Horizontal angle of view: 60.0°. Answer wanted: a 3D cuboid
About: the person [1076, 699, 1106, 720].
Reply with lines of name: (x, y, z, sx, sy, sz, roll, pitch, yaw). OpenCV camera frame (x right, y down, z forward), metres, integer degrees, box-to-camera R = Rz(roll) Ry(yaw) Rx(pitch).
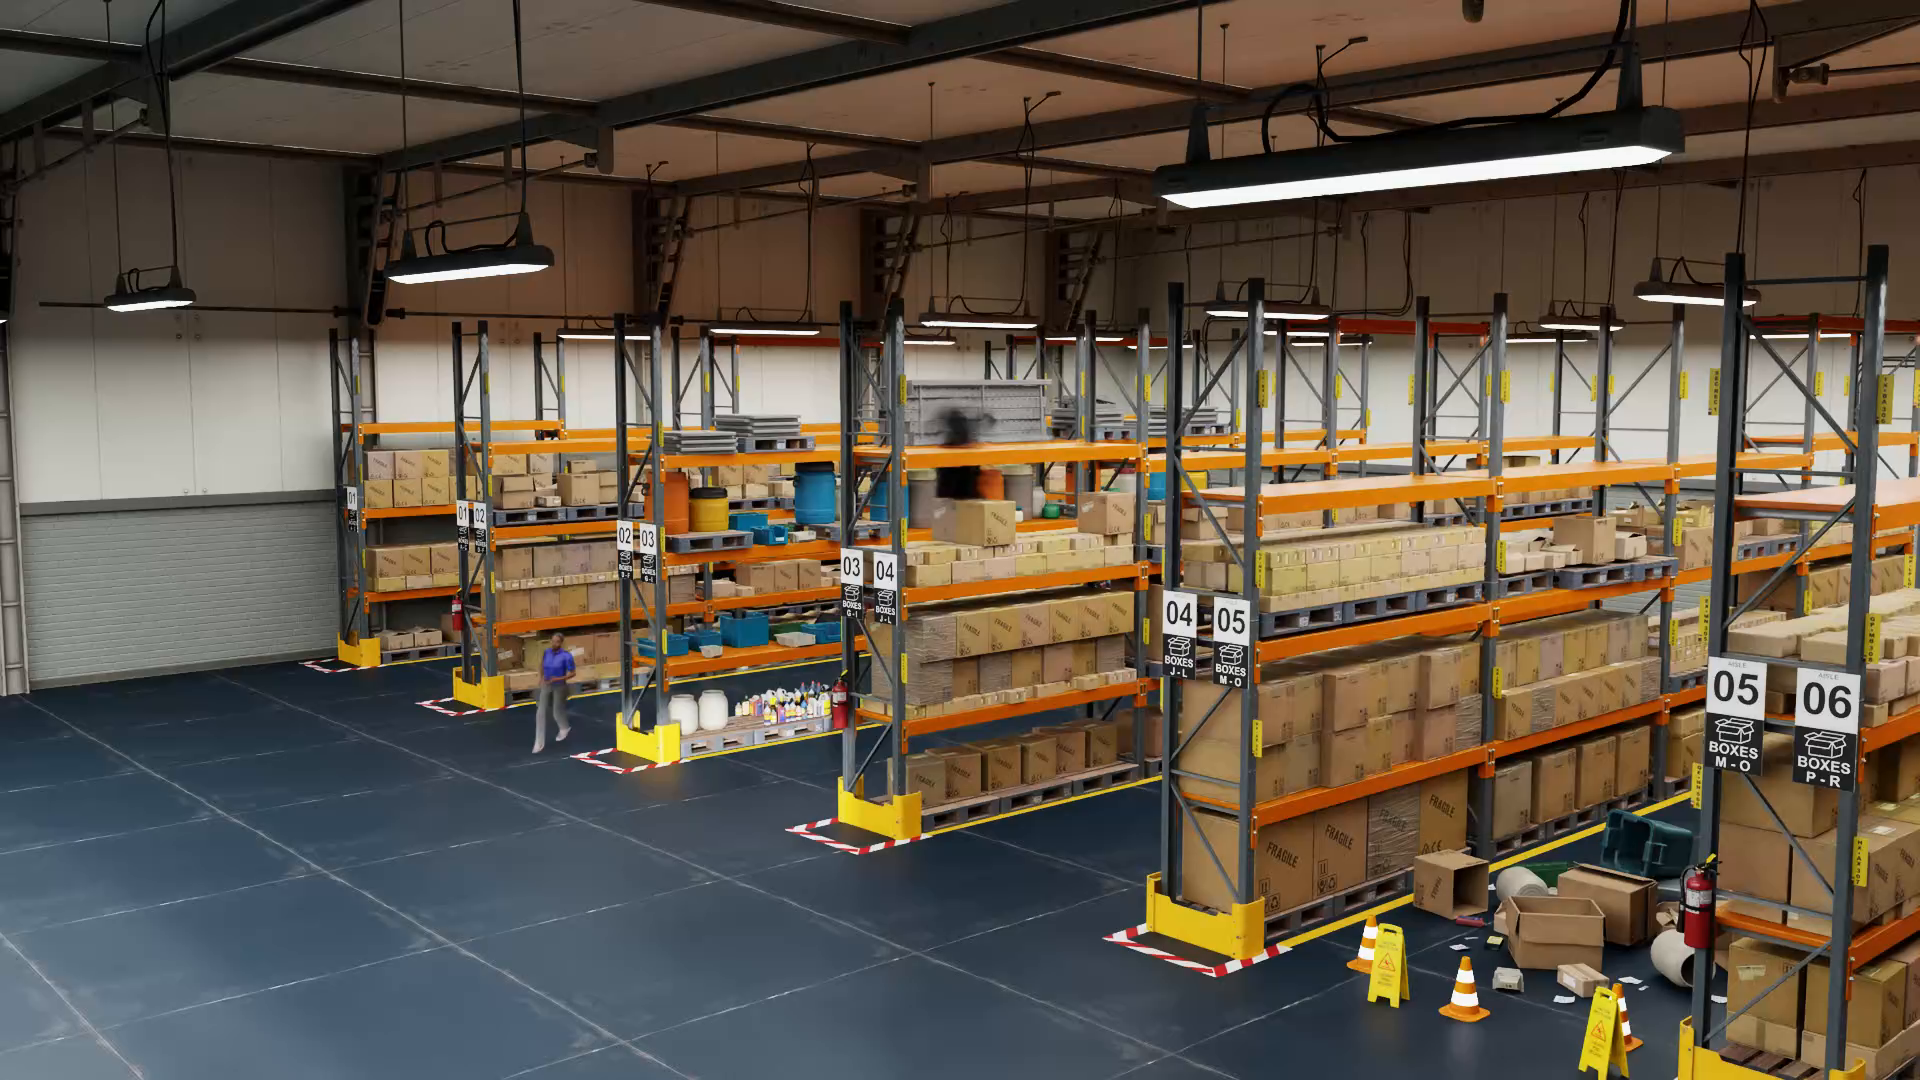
person: (1.907, 1.905, 24.561, 0.573, 1.738, 0.808, 4, 7, 34)

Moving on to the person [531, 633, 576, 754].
person: (-5.567, 2.105, 23.068, 0.601, 1.685, 0.870, 1, 6, 13)
